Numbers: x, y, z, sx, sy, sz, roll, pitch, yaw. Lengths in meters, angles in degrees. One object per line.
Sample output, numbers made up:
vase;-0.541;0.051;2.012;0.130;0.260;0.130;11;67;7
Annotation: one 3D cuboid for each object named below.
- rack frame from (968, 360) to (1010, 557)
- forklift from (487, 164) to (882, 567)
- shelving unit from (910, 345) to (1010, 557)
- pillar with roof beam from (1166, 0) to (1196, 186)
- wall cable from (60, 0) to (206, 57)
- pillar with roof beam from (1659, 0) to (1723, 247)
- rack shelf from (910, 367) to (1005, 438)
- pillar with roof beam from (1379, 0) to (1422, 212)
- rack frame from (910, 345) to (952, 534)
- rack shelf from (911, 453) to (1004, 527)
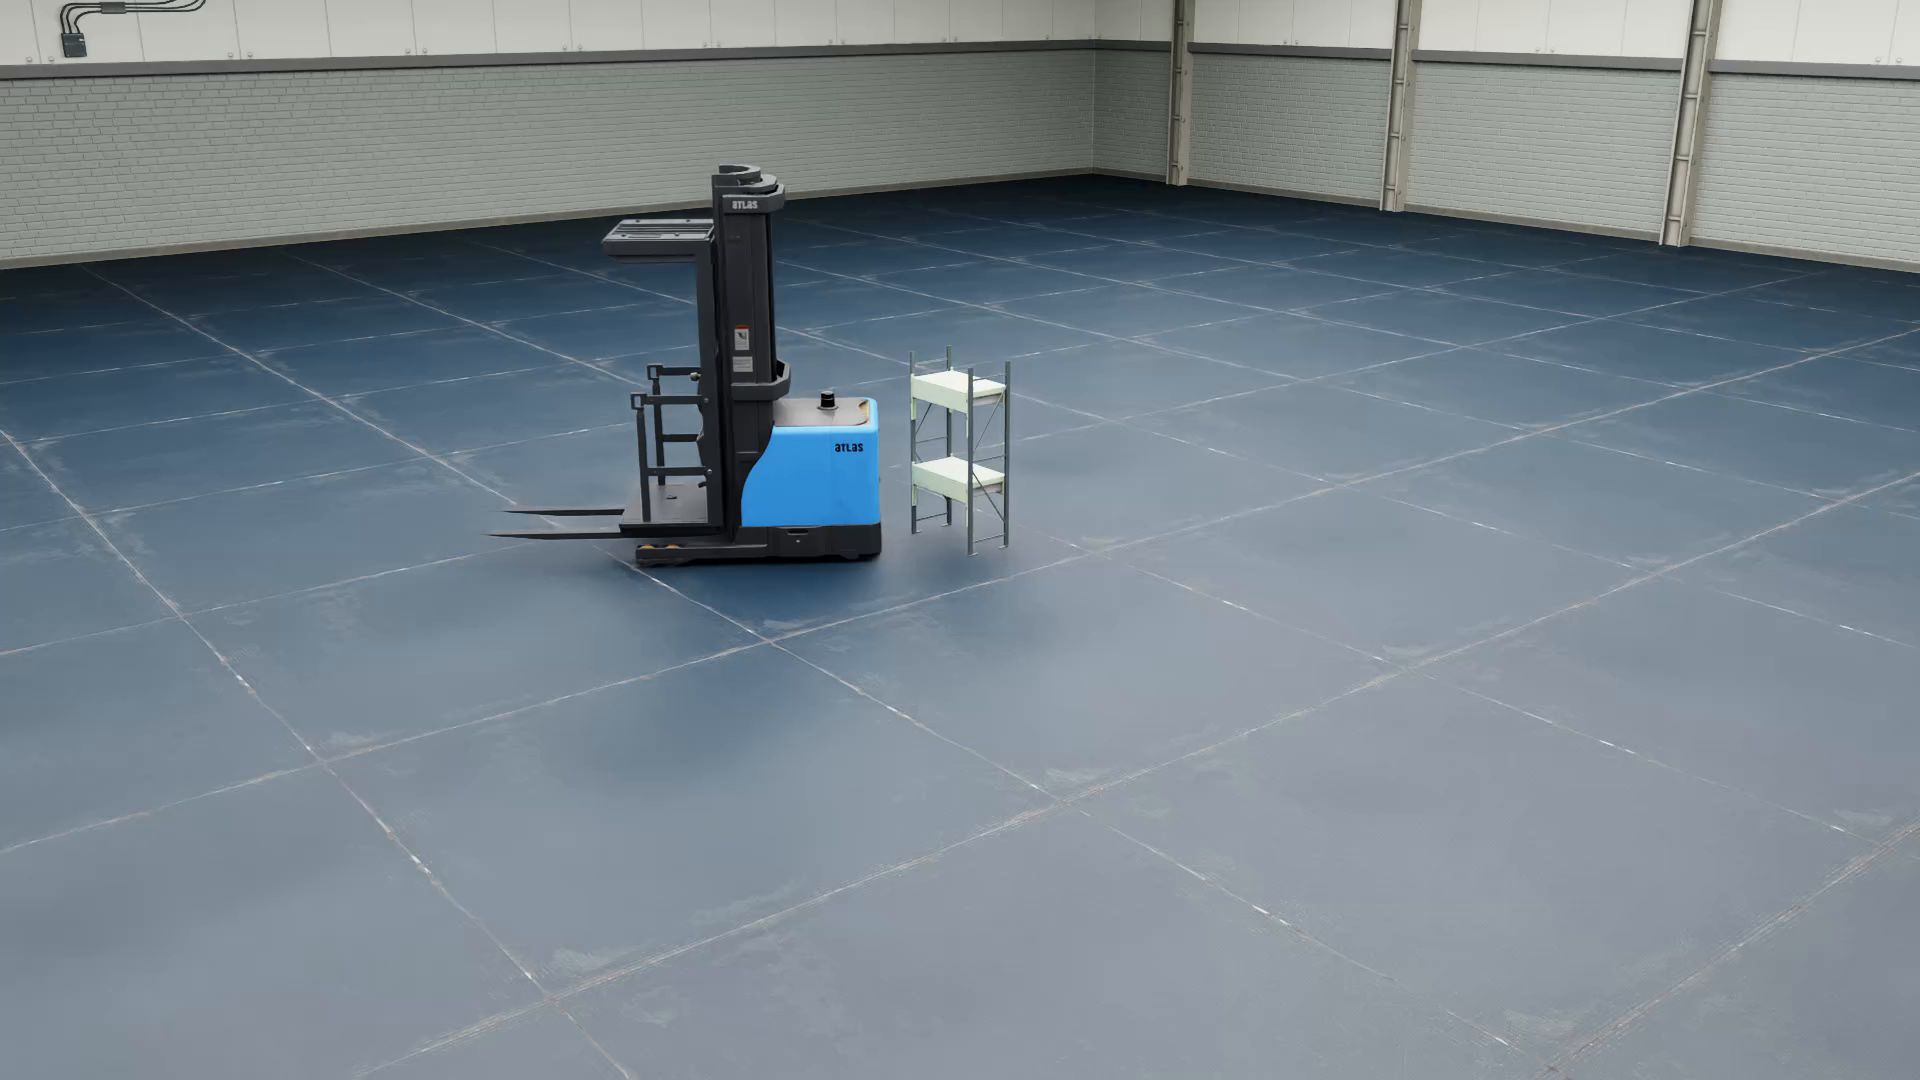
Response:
rack frame;0.223;-0.623;12.859;0.400;1.500;0.023;-14;23;-36
forklift;-2.144;-1.354;12.788;3.031;2.935;1.130;-1;18;-3
shelving unit;-0.004;-0.714;13.132;0.431;1.500;0.755;-14;23;-36
pillar with roof beam;1.548;-11.507;33.796;9.100;9.000;0.400;-14;23;-36
wall cable;-13.111;-10.646;25.788;2.305;6.003;0.169;-14;23;-36
pillar with roof beam;8.999;-8.550;24.867;9.100;9.000;0.400;-14;23;-36
rack shelf;-0.004;-1.084;13.009;0.431;0.370;0.720;-14;23;-36
pillar with roof beam;5.274;-10.028;29.332;9.100;9.000;0.400;-14;23;-36
rack frame;-0.231;-0.804;13.404;0.400;1.500;0.023;-14;23;-36
rack shelf;-0.004;-0.404;13.234;0.431;0.370;0.720;-14;23;-36
